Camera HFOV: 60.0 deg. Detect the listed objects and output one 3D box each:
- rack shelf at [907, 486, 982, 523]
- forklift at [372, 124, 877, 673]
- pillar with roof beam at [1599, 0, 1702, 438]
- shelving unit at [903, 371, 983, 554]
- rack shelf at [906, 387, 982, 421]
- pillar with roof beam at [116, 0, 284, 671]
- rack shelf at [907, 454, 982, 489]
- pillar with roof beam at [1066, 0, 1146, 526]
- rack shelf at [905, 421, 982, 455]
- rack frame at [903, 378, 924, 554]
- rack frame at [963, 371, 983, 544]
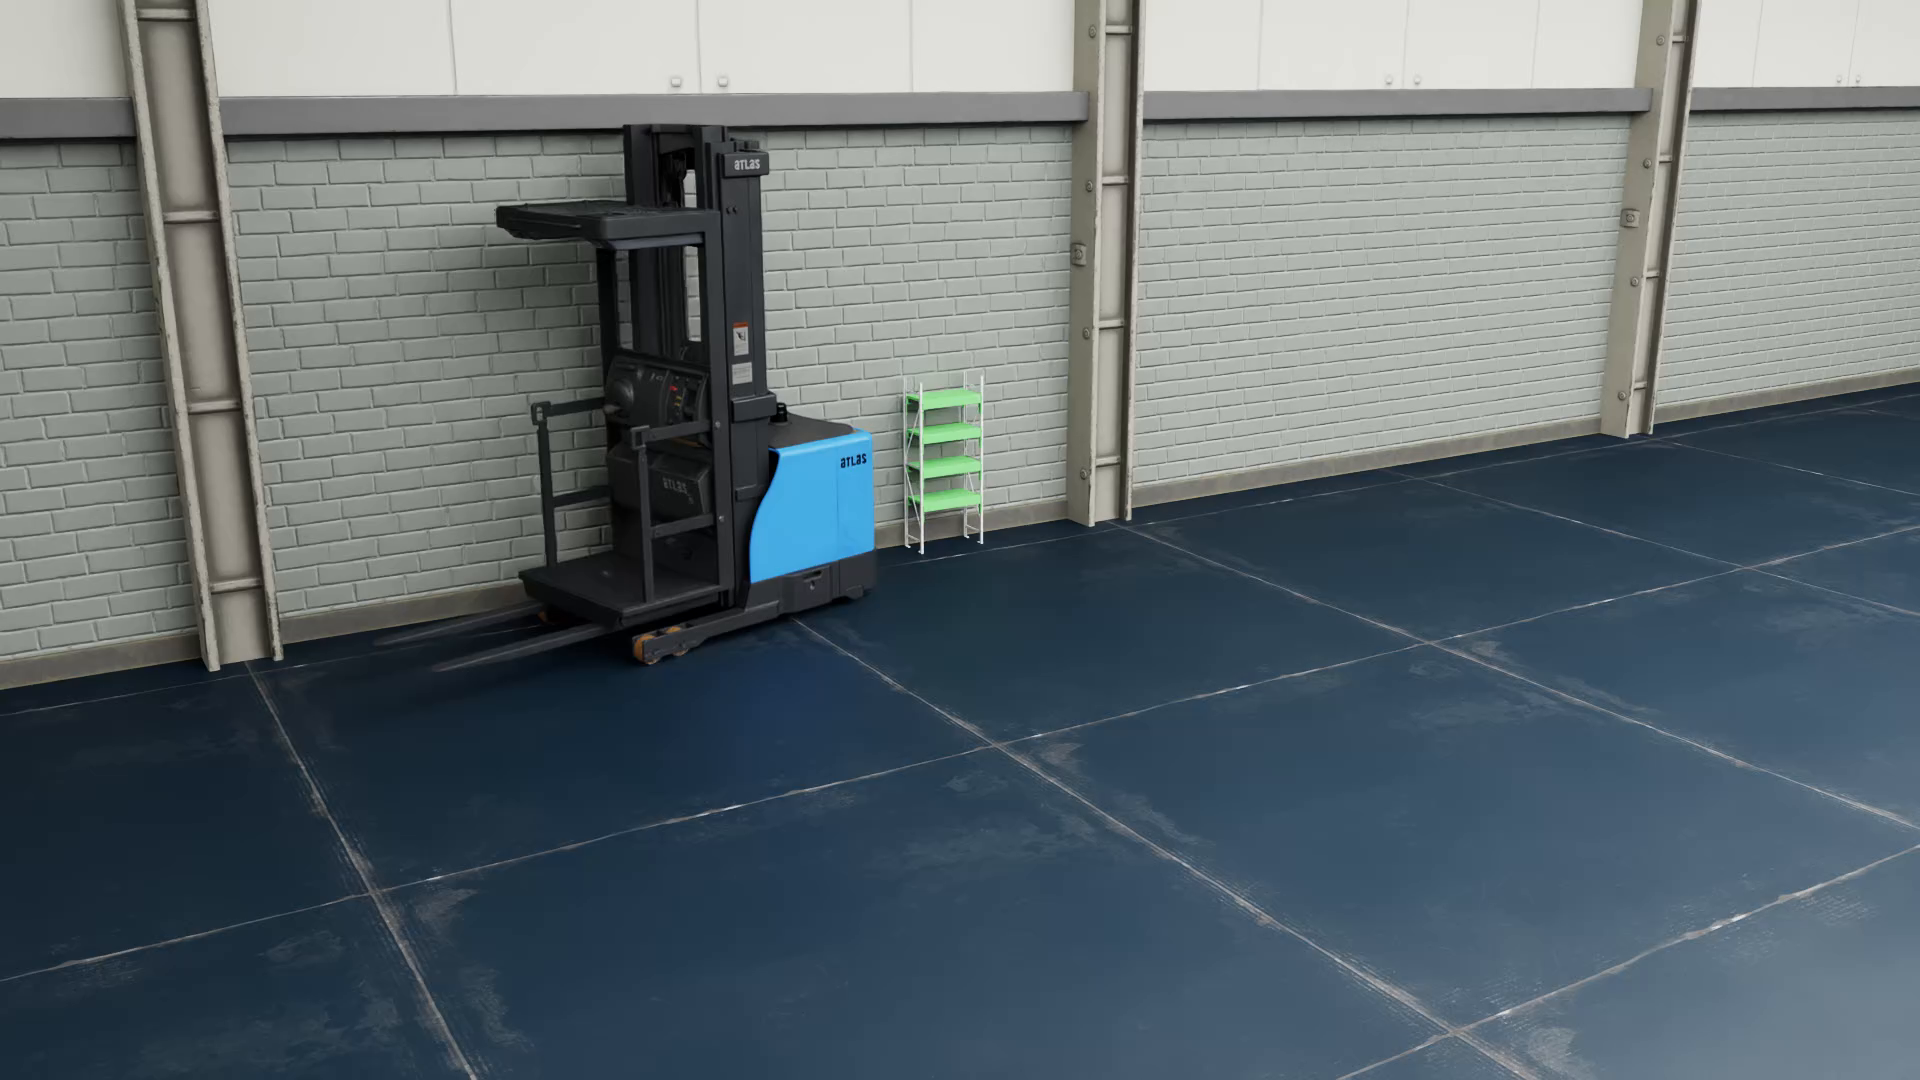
[{"bbox_3d":[-0.115,-0.251,11.707,0.480,0.148,0.258,-9,18,-30],"label":"rack shelf"},{"bbox_3d":[-1.918,-0.865,9.565,1.130,2.935,3.031,15,21,42],"label":"forklift"},{"bbox_3d":[8.400,-4.333,10.695,0.400,9.000,9.100,-9,18,-30],"label":"pillar with roof beam"},{"bbox_3d":[-0.116,-0.544,11.626,0.503,1.200,0.258,-9,18,-30],"label":"shelving unit"},{"bbox_3d":[-0.117,-0.945,11.515,0.480,0.148,0.258,-9,18,-30],"label":"rack shelf"},{"bbox_3d":[-1.887,-2.665,4.744,0.400,9.000,9.100,-9,18,-30],"label":"pillar with roof beam"},{"bbox_3d":[-0.116,-0.483,11.643,0.480,0.148,0.258,-9,18,-30],"label":"rack shelf"},{"bbox_3d":[3.257,-3.499,7.720,0.400,9.000,9.100,-9,18,-30],"label":"pillar with roof beam"},{"bbox_3d":[-0.116,-0.714,11.579,0.480,0.148,0.258,-9,18,-30],"label":"rack shelf"},{"bbox_3d":[-0.324,-0.510,11.503,0.015,1.200,0.240,-9,18,-30],"label":"rack frame"},{"bbox_3d":[0.092,-0.579,11.749,0.015,1.200,0.240,-9,18,-30],"label":"rack frame"}]
